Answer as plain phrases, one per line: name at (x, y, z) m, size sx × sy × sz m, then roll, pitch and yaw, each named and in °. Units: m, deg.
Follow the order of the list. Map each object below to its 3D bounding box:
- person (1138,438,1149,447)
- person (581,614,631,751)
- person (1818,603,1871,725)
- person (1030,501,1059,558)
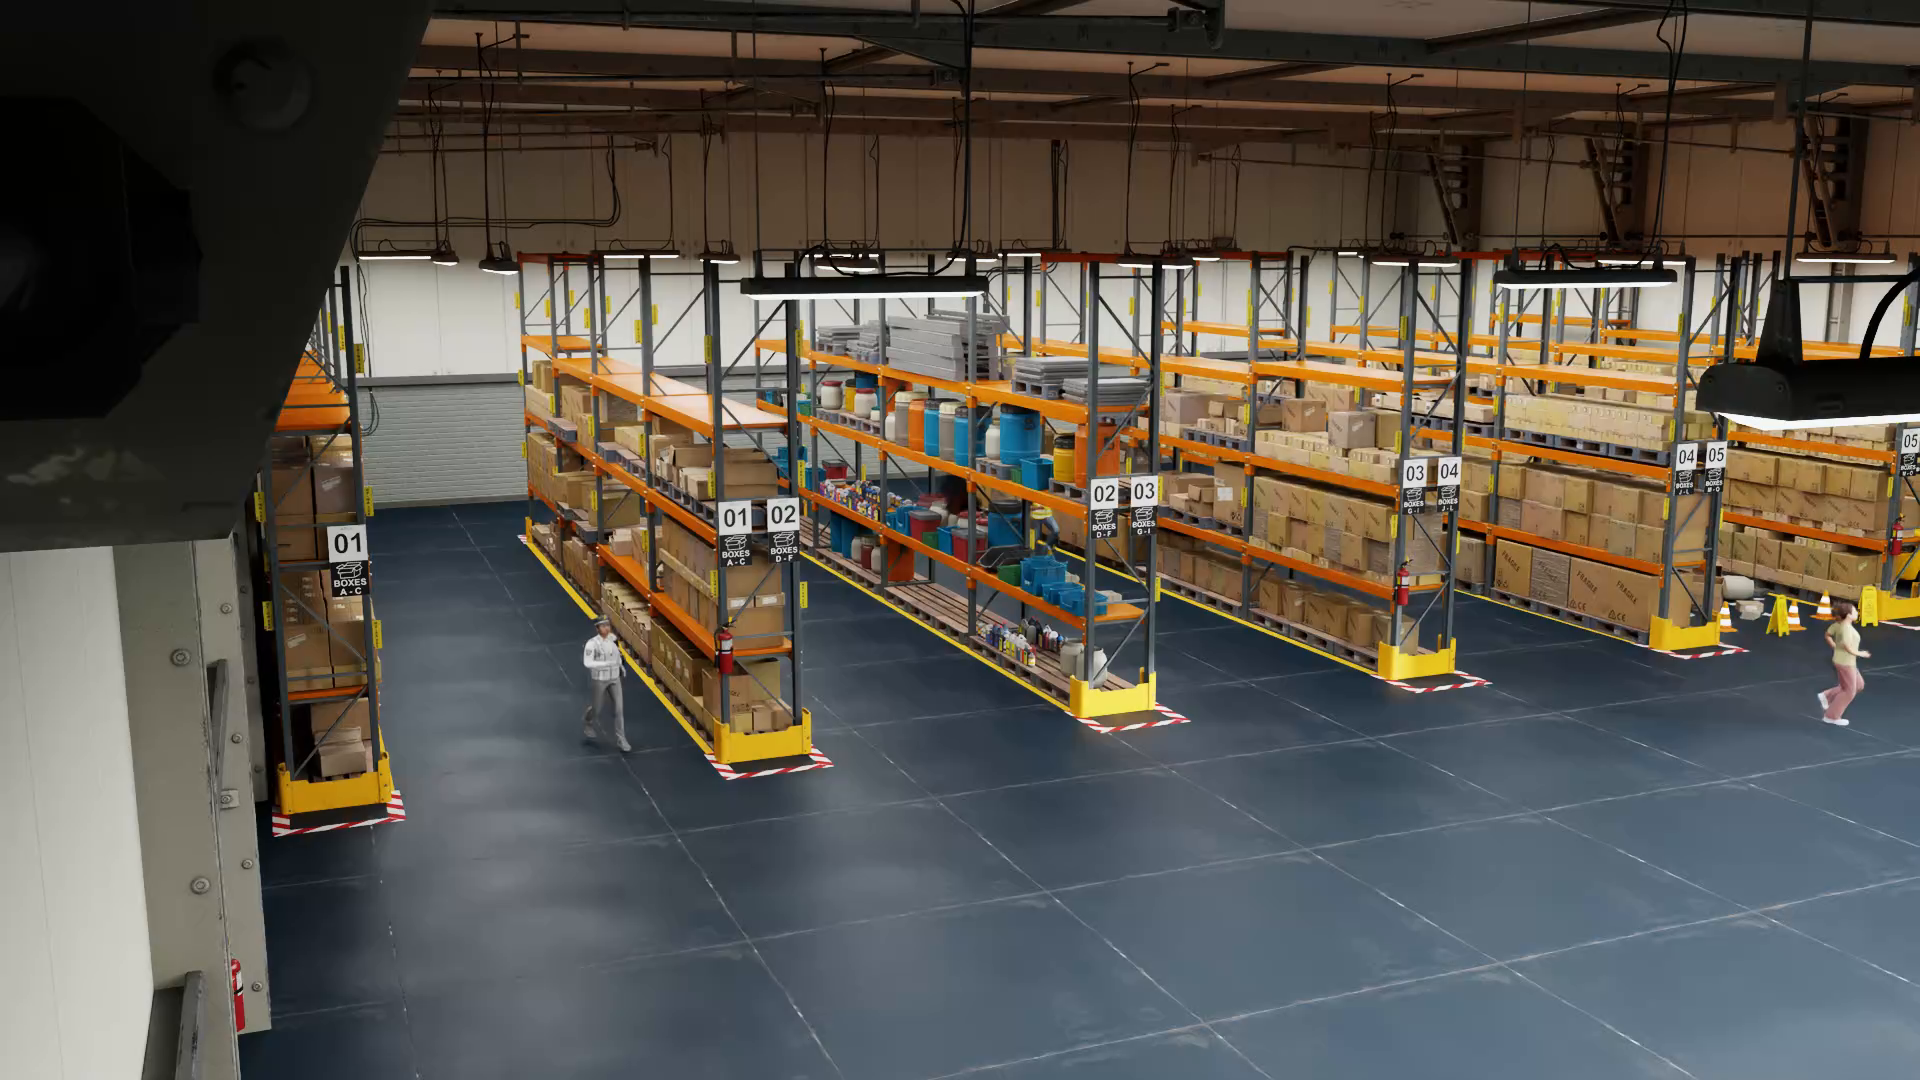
person at (4.458, -2.049, 41.628) m, size 0.561 × 1.640 × 0.762 m, roll 0°, pitch 10°, yaw 1°
person at (-4.421, 1.737, 20.738) m, size 0.612 × 1.677 × 0.939 m, roll -9°, pitch 14°, yaw -40°
person at (11.561, 1.615, 21.708) m, size 0.542 × 1.631 × 0.576 m, roll 3°, pitch 11°, yaw 14°
person at (1.569, -0.411, 32.131) m, size 0.689 × 1.755 × 0.849 m, roll -5°, pitch 11°, yaw -25°
